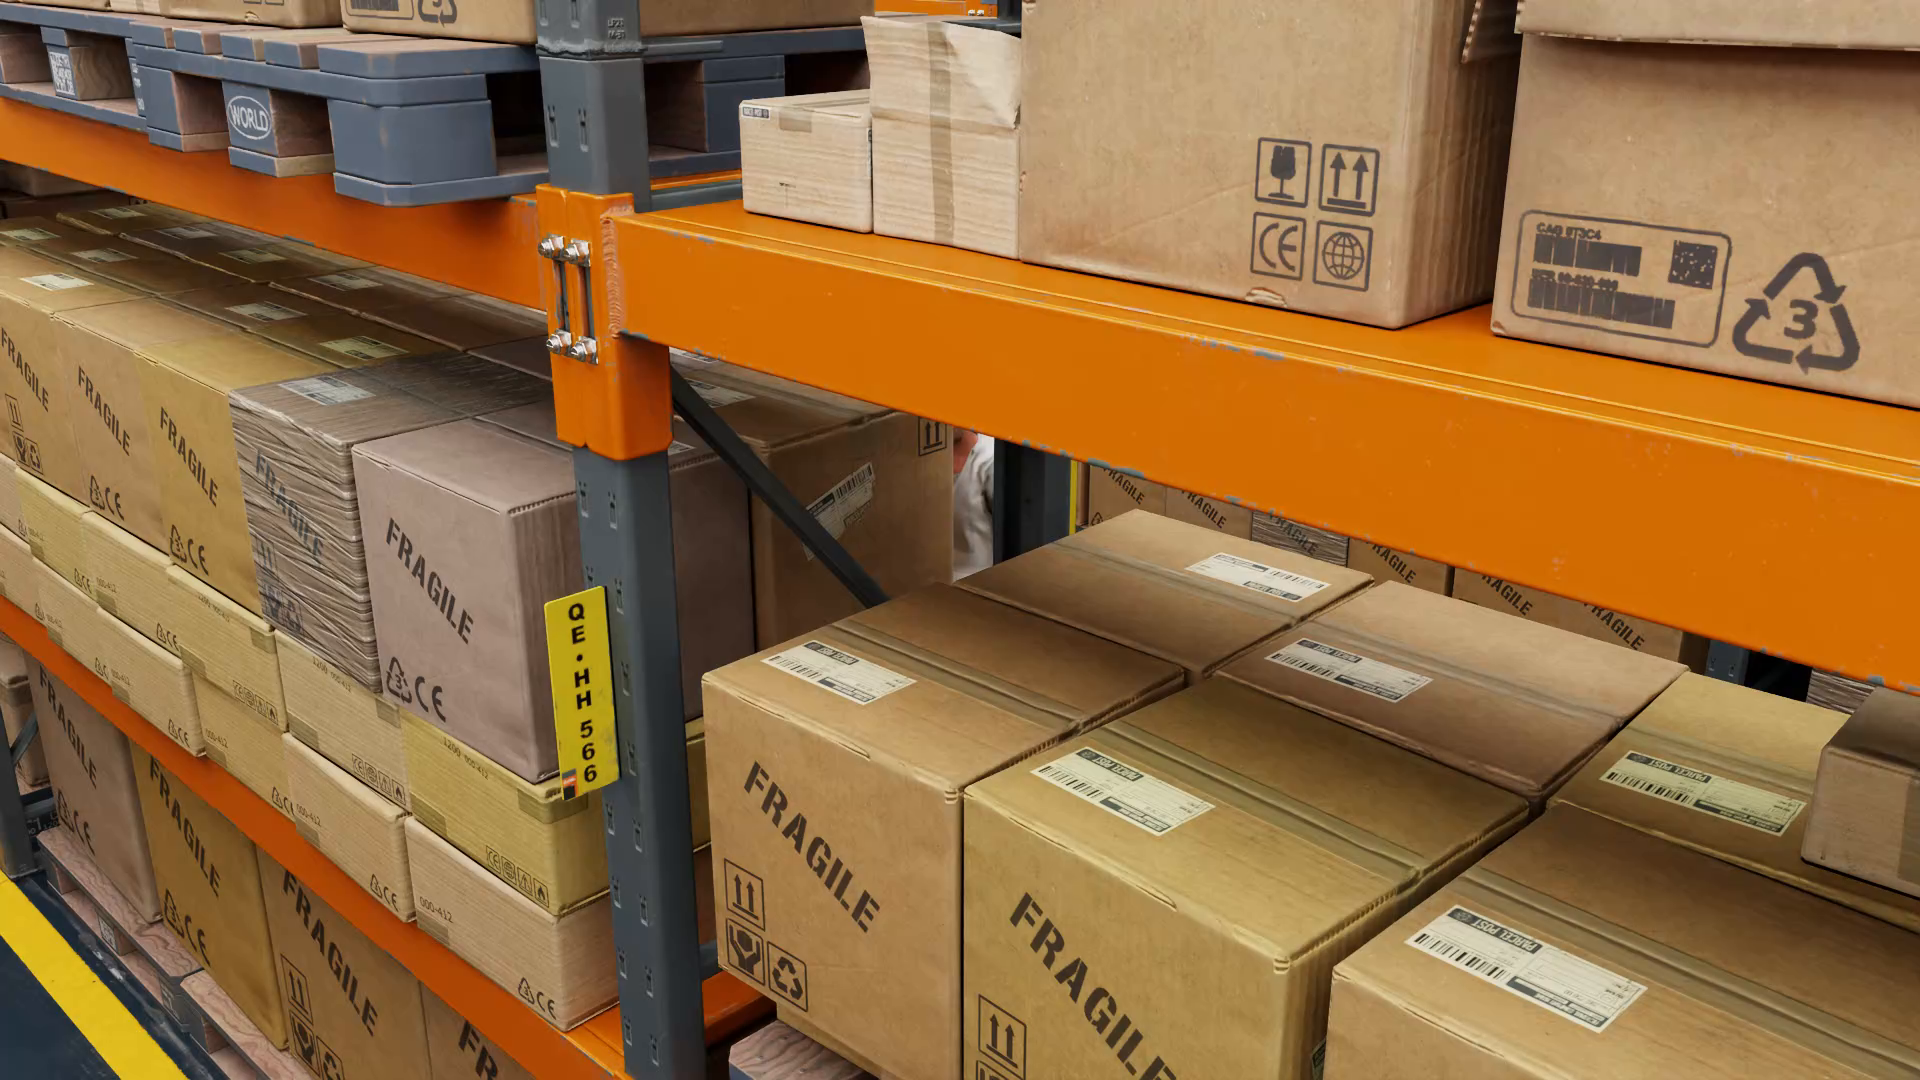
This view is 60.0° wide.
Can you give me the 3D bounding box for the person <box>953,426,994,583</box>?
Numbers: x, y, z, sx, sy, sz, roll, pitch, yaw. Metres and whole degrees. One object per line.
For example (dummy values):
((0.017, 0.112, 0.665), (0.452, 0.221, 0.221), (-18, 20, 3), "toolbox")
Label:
((-0.016, 0.218, 5.971), (0.613, 1.778, 0.452), (17, 26, 38), "person")
